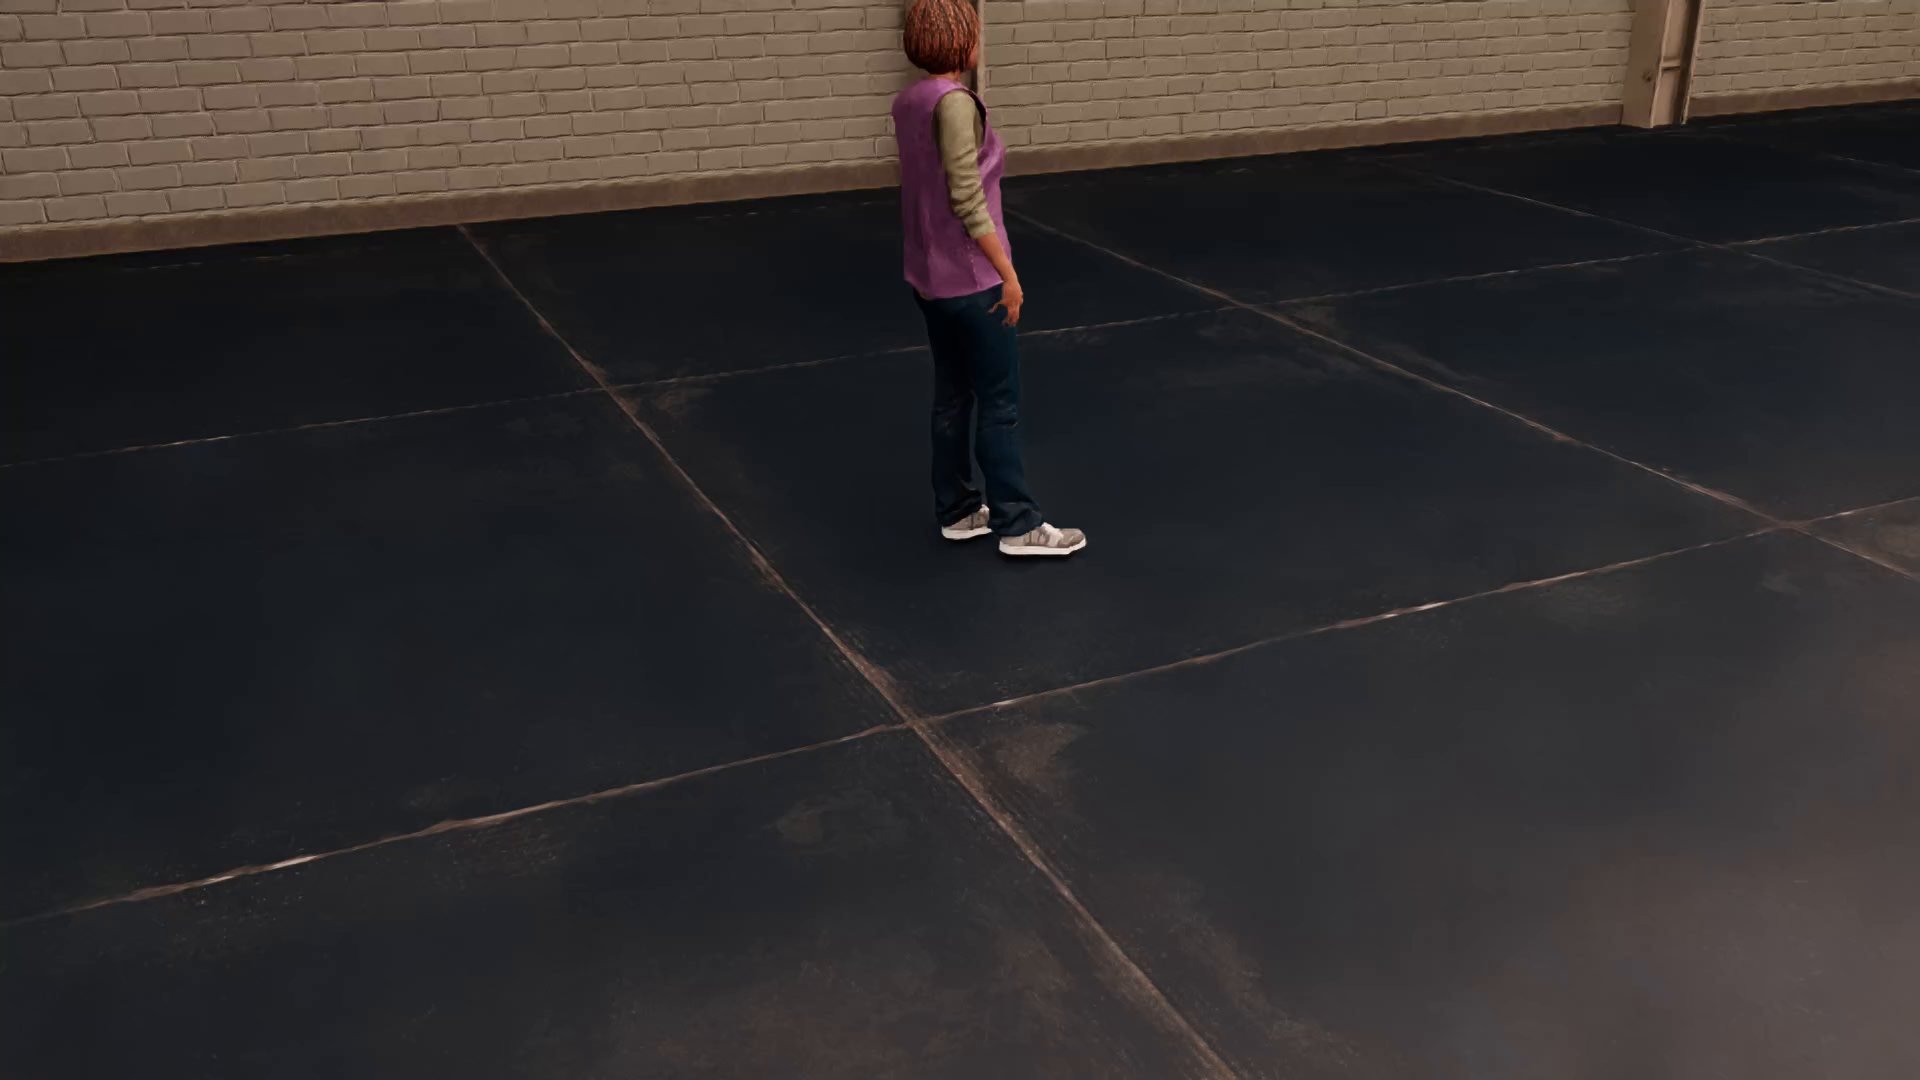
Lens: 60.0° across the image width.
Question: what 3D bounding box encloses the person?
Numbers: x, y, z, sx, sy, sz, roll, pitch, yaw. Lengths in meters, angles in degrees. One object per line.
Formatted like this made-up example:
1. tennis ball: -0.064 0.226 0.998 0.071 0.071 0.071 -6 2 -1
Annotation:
1. person: 0.073 -0.751 4.815 0.474 1.597 0.520 -10 25 -23
